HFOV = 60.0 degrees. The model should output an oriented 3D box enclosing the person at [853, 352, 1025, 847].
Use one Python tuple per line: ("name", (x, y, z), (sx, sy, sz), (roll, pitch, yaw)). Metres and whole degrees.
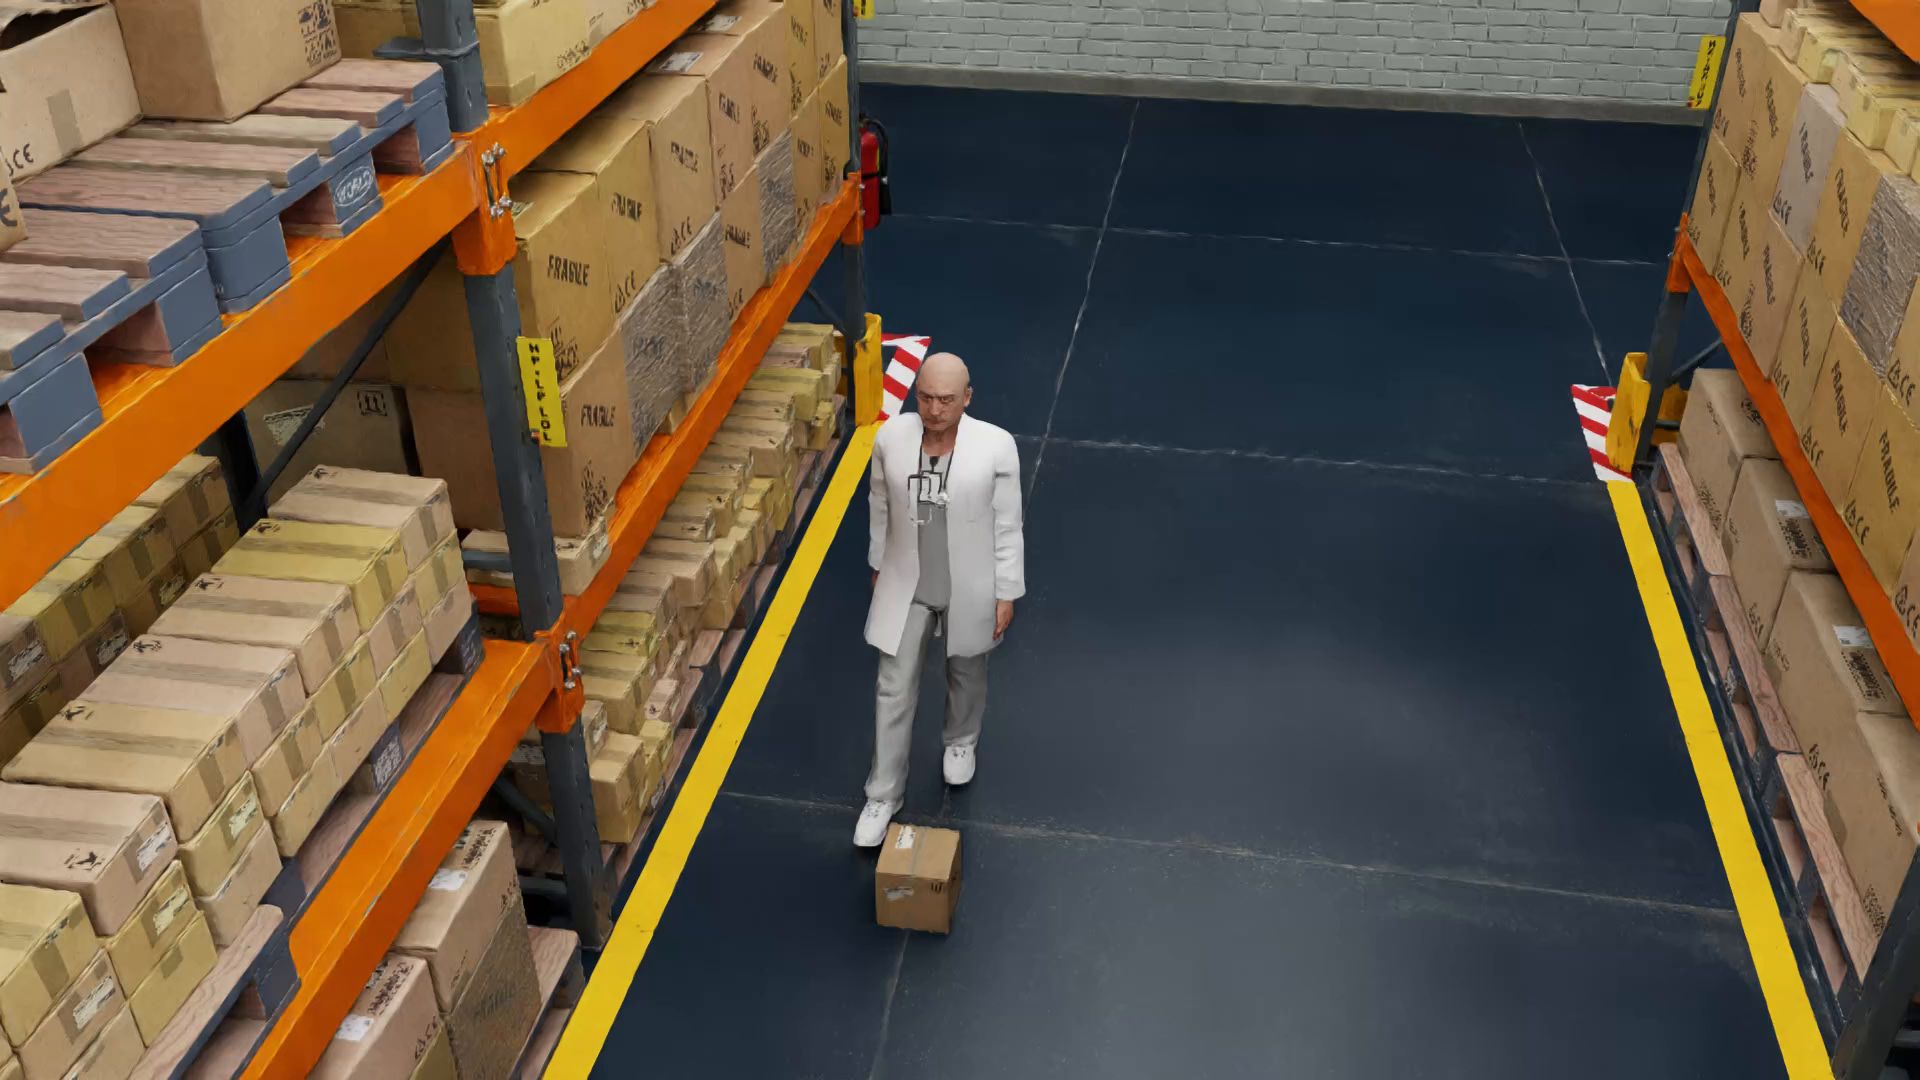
("person", (-0.076, 0.215, 5.792), (0.586, 1.766, 0.829), (5, 32, 8))
